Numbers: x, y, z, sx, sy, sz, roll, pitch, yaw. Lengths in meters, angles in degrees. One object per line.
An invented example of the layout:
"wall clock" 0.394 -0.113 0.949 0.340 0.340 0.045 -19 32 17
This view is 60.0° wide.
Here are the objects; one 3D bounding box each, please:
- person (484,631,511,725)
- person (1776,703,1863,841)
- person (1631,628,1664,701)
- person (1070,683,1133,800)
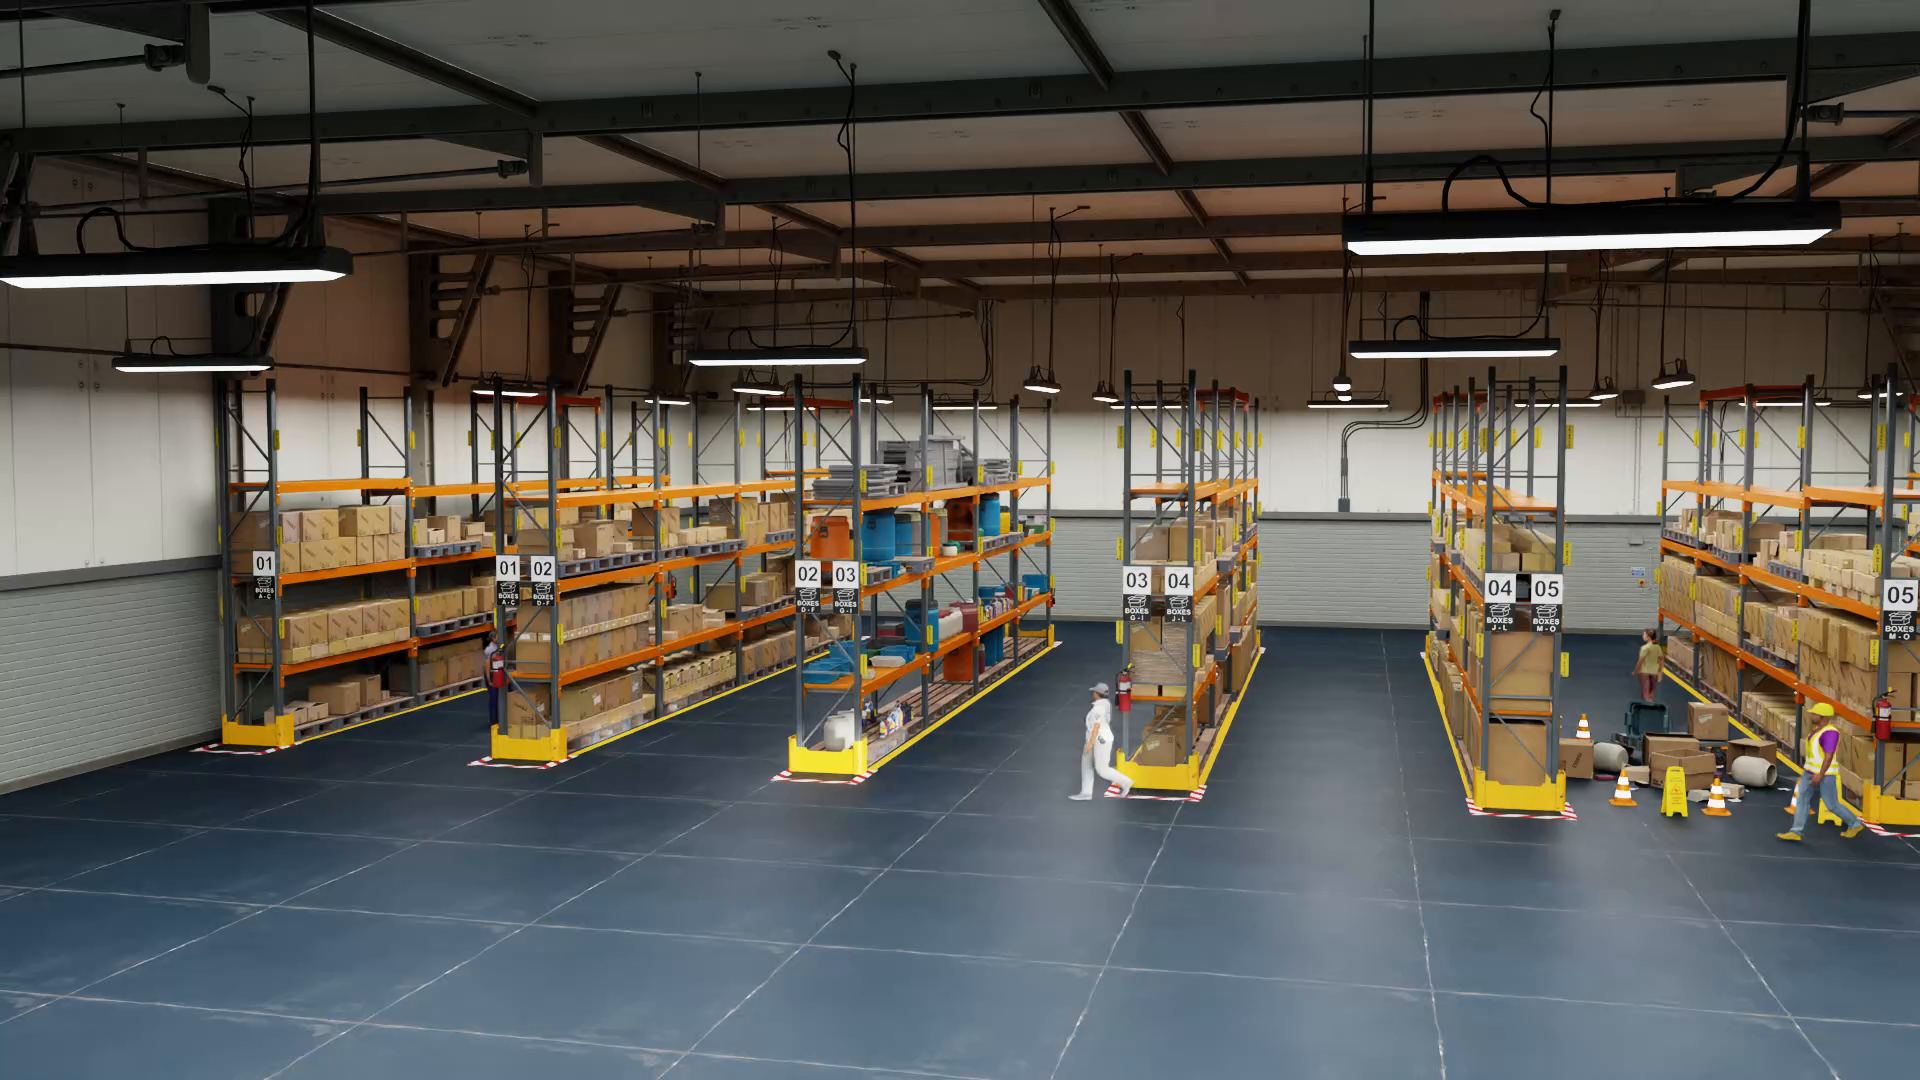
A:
"person" -8.189 2.433 29.434 0.455 1.676 0.552 2 4 27
"person" 10.721 2.893 20.661 1.002 1.741 0.522 -1 3 -9
"person" 12.152 2.400 29.376 0.526 1.694 0.675 0 3 3
"person" 1.938 2.793 23.023 0.769 1.641 0.461 -1 4 -14
